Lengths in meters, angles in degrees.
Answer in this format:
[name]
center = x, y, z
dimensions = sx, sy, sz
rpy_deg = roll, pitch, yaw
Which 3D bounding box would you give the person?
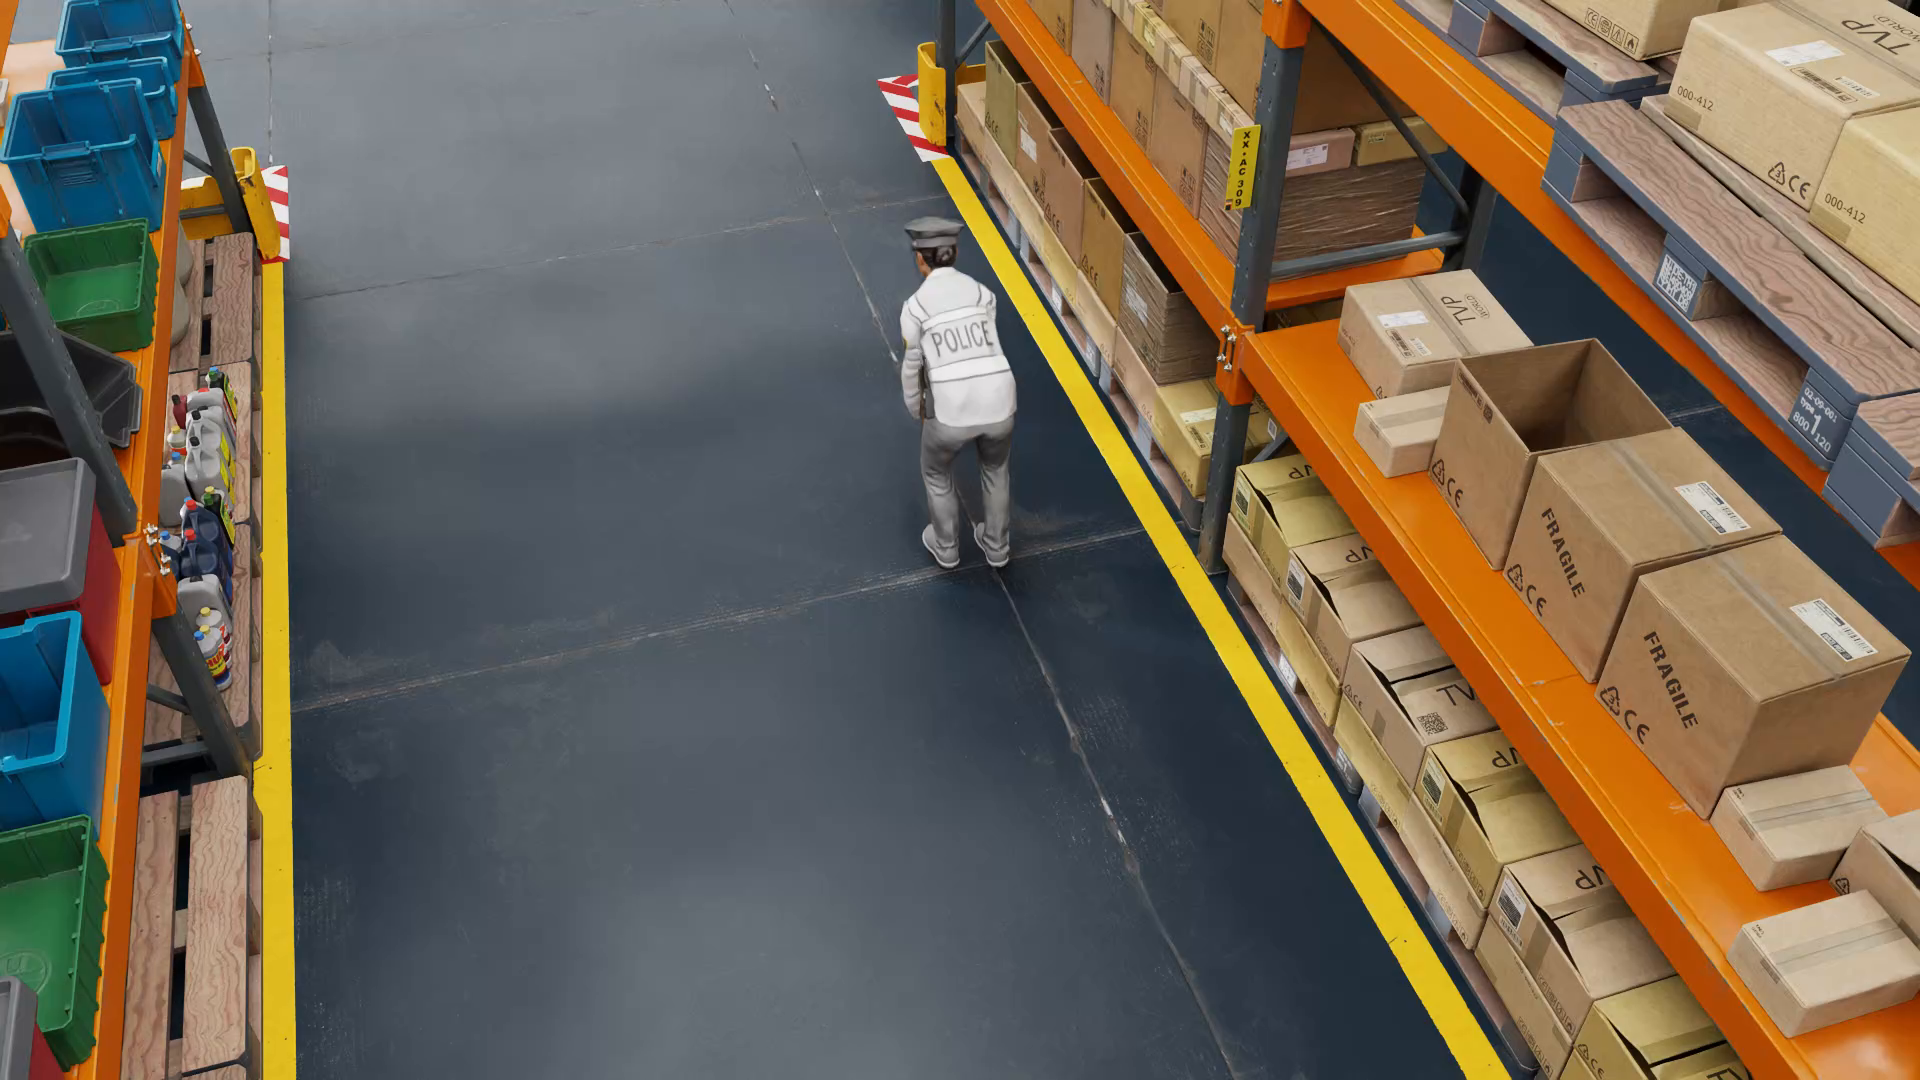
[person]
center = -0.028, -0.584, 6.938
dimensions = 0.409, 1.483, 0.758
rpy_deg = -12, 44, -13
